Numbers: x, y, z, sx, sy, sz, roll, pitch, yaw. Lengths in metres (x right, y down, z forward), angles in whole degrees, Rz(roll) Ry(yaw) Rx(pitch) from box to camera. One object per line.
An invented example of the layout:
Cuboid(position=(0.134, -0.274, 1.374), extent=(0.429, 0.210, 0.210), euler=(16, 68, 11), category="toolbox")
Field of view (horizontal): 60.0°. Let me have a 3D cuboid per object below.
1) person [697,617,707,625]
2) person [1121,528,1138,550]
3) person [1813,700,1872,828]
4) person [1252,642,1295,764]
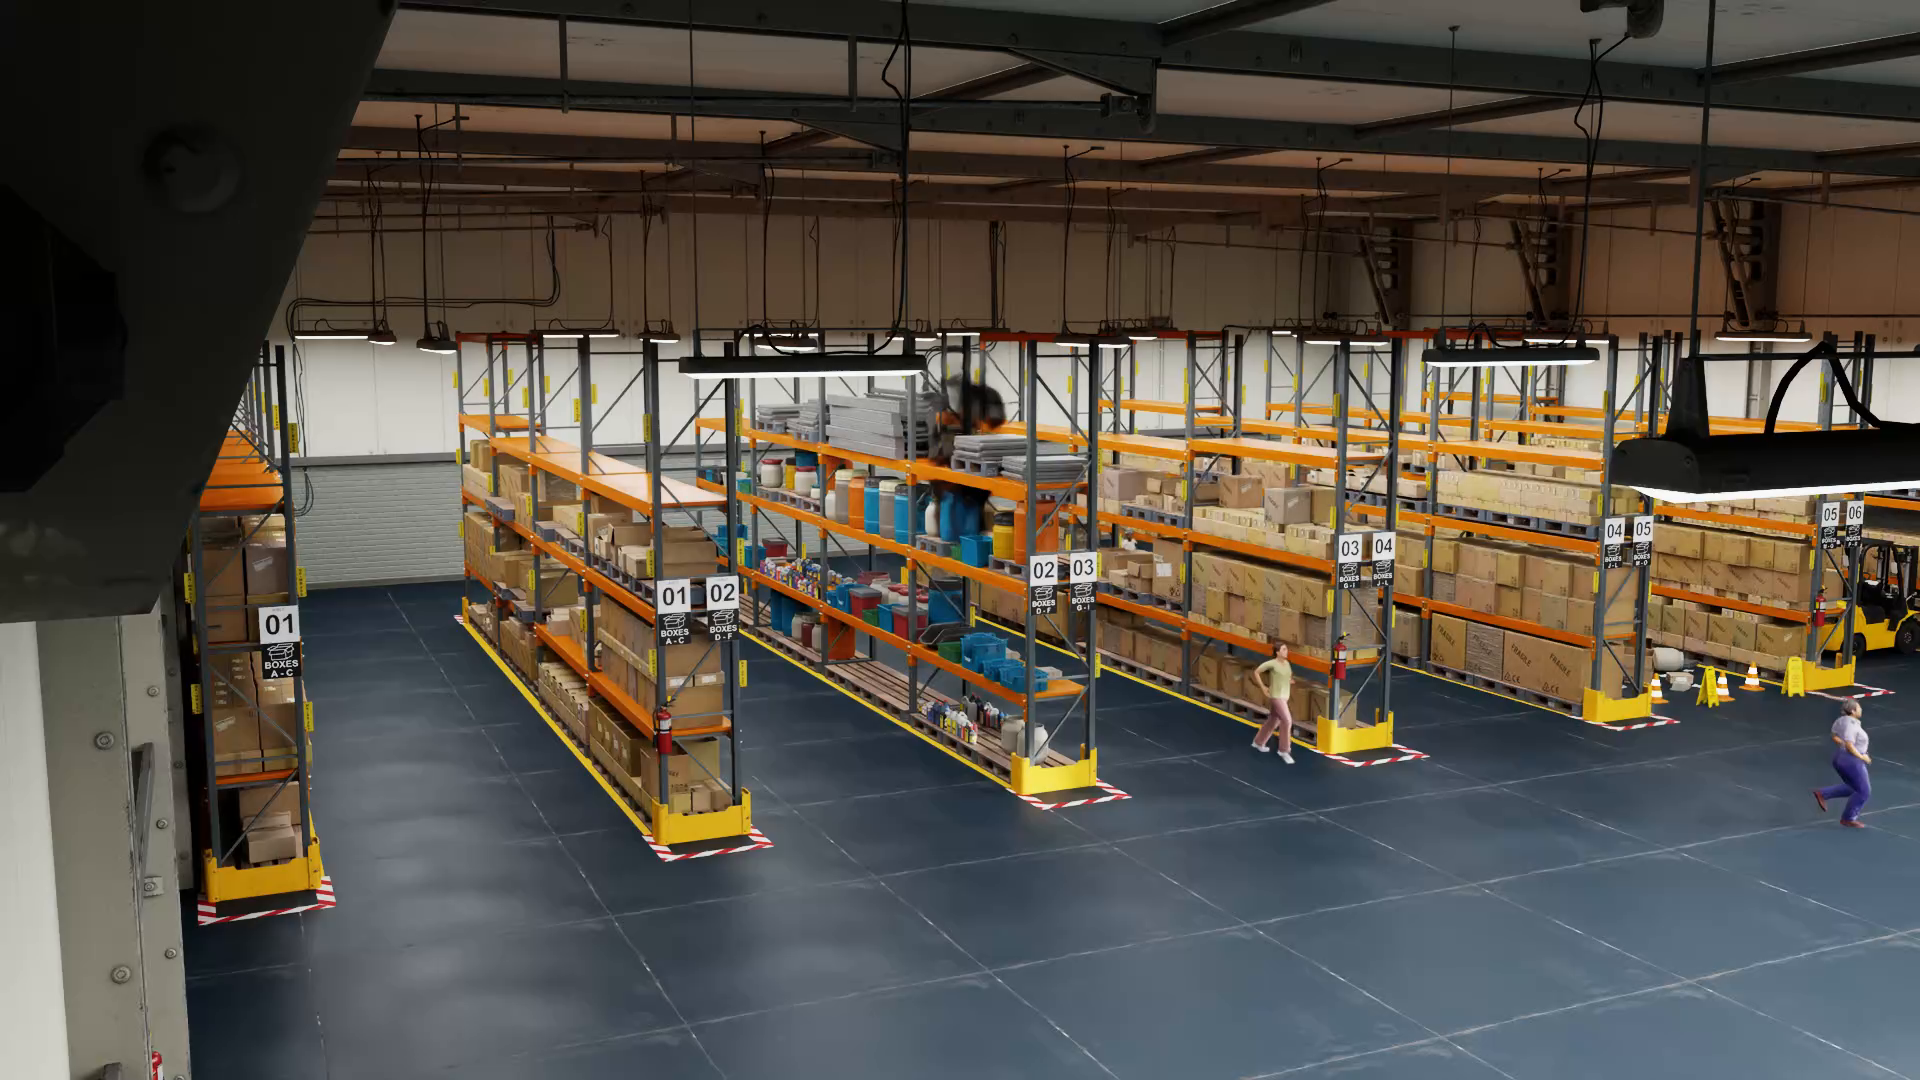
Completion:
Cuboid(position=(-4.415, 1.591, 29.225), extent=(0.610, 1.626, 0.558), euler=(-7, 10, -41), category="person")
Cuboid(position=(3.695, 0.560, 36.676), extent=(0.589, 1.711, 0.918), euler=(-3, 8, -22), category="person")
Cuboid(position=(11.002, 2.775, 20.685), extent=(0.592, 1.611, 0.608), euler=(1, 8, 9), category="person")
Cuboid(position=(4.570, 2.294, 23.866), extent=(0.781, 1.695, 0.548), euler=(7, 11, 43), category="person")
